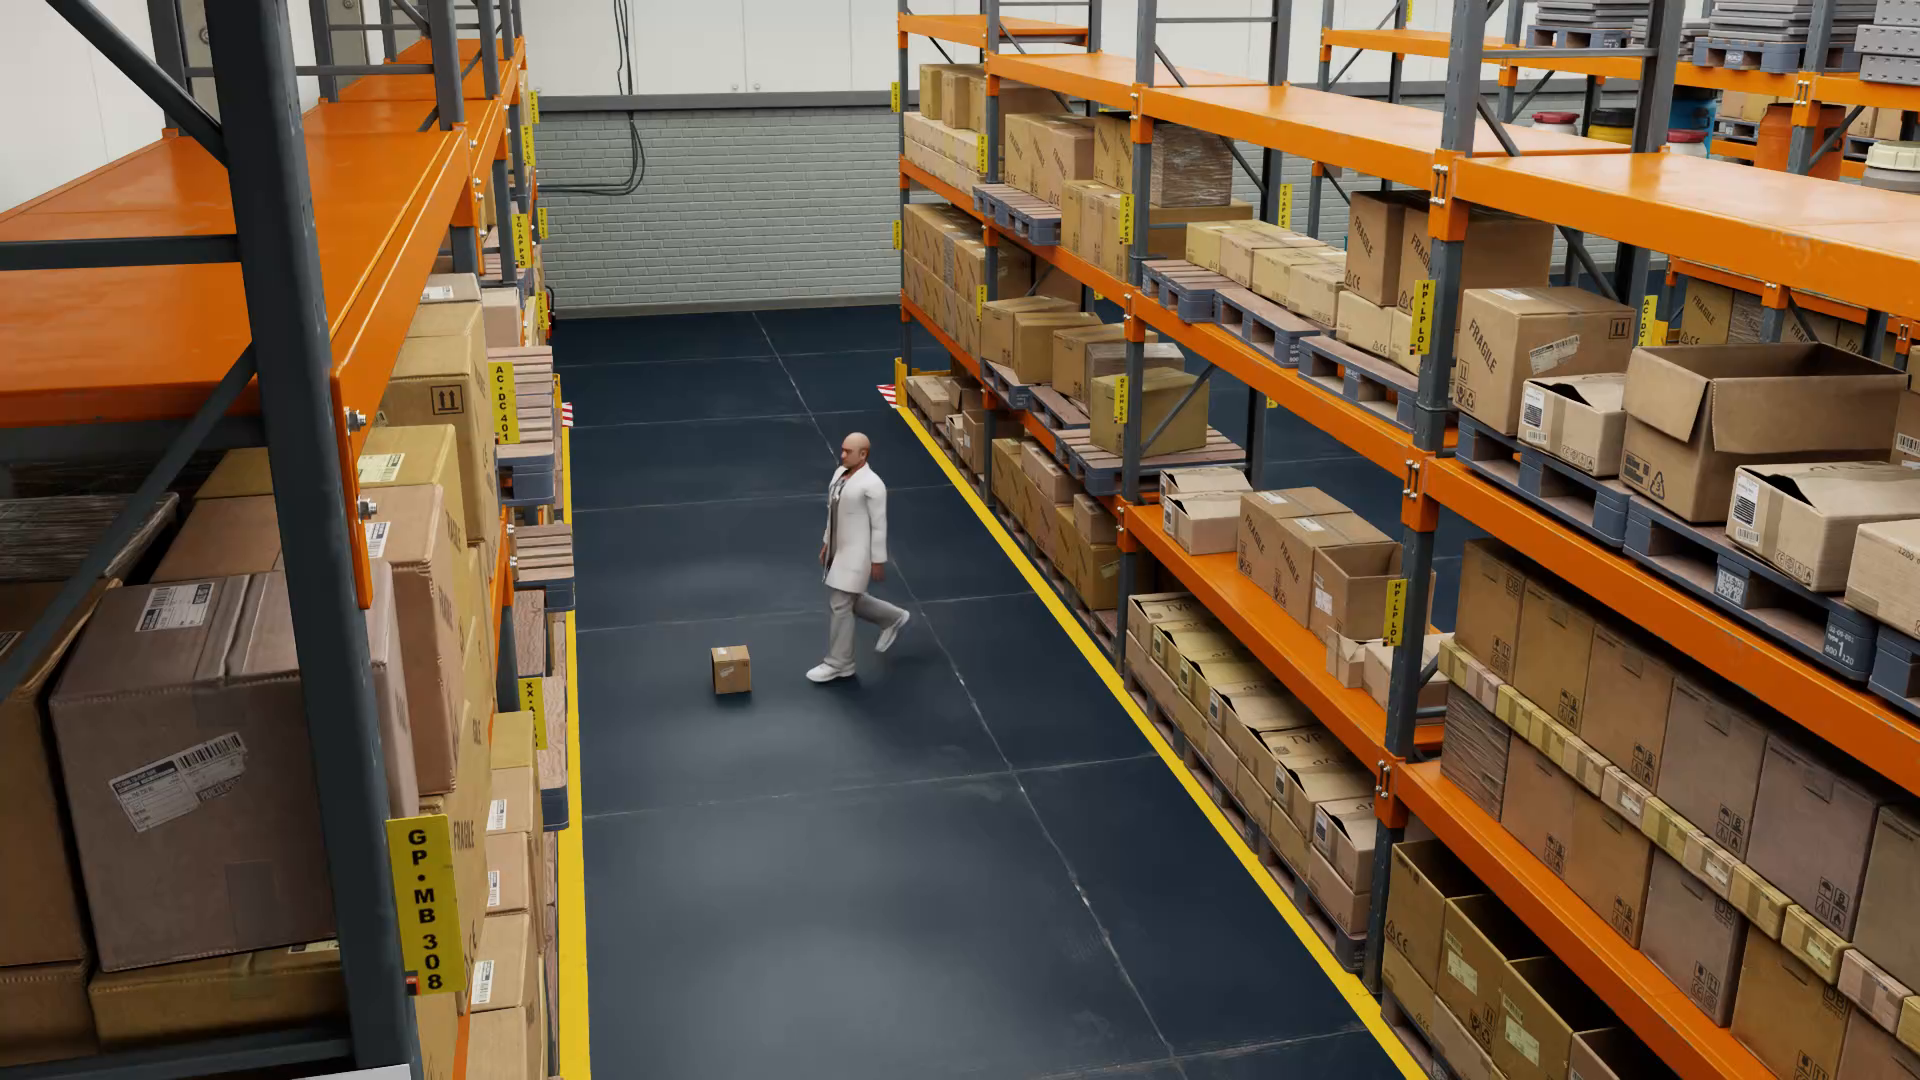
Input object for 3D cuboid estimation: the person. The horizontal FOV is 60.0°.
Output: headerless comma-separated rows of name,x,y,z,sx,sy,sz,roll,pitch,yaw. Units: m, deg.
person,-0.745,0.082,11.845,0.915,1.752,0.589,-11,22,-28
